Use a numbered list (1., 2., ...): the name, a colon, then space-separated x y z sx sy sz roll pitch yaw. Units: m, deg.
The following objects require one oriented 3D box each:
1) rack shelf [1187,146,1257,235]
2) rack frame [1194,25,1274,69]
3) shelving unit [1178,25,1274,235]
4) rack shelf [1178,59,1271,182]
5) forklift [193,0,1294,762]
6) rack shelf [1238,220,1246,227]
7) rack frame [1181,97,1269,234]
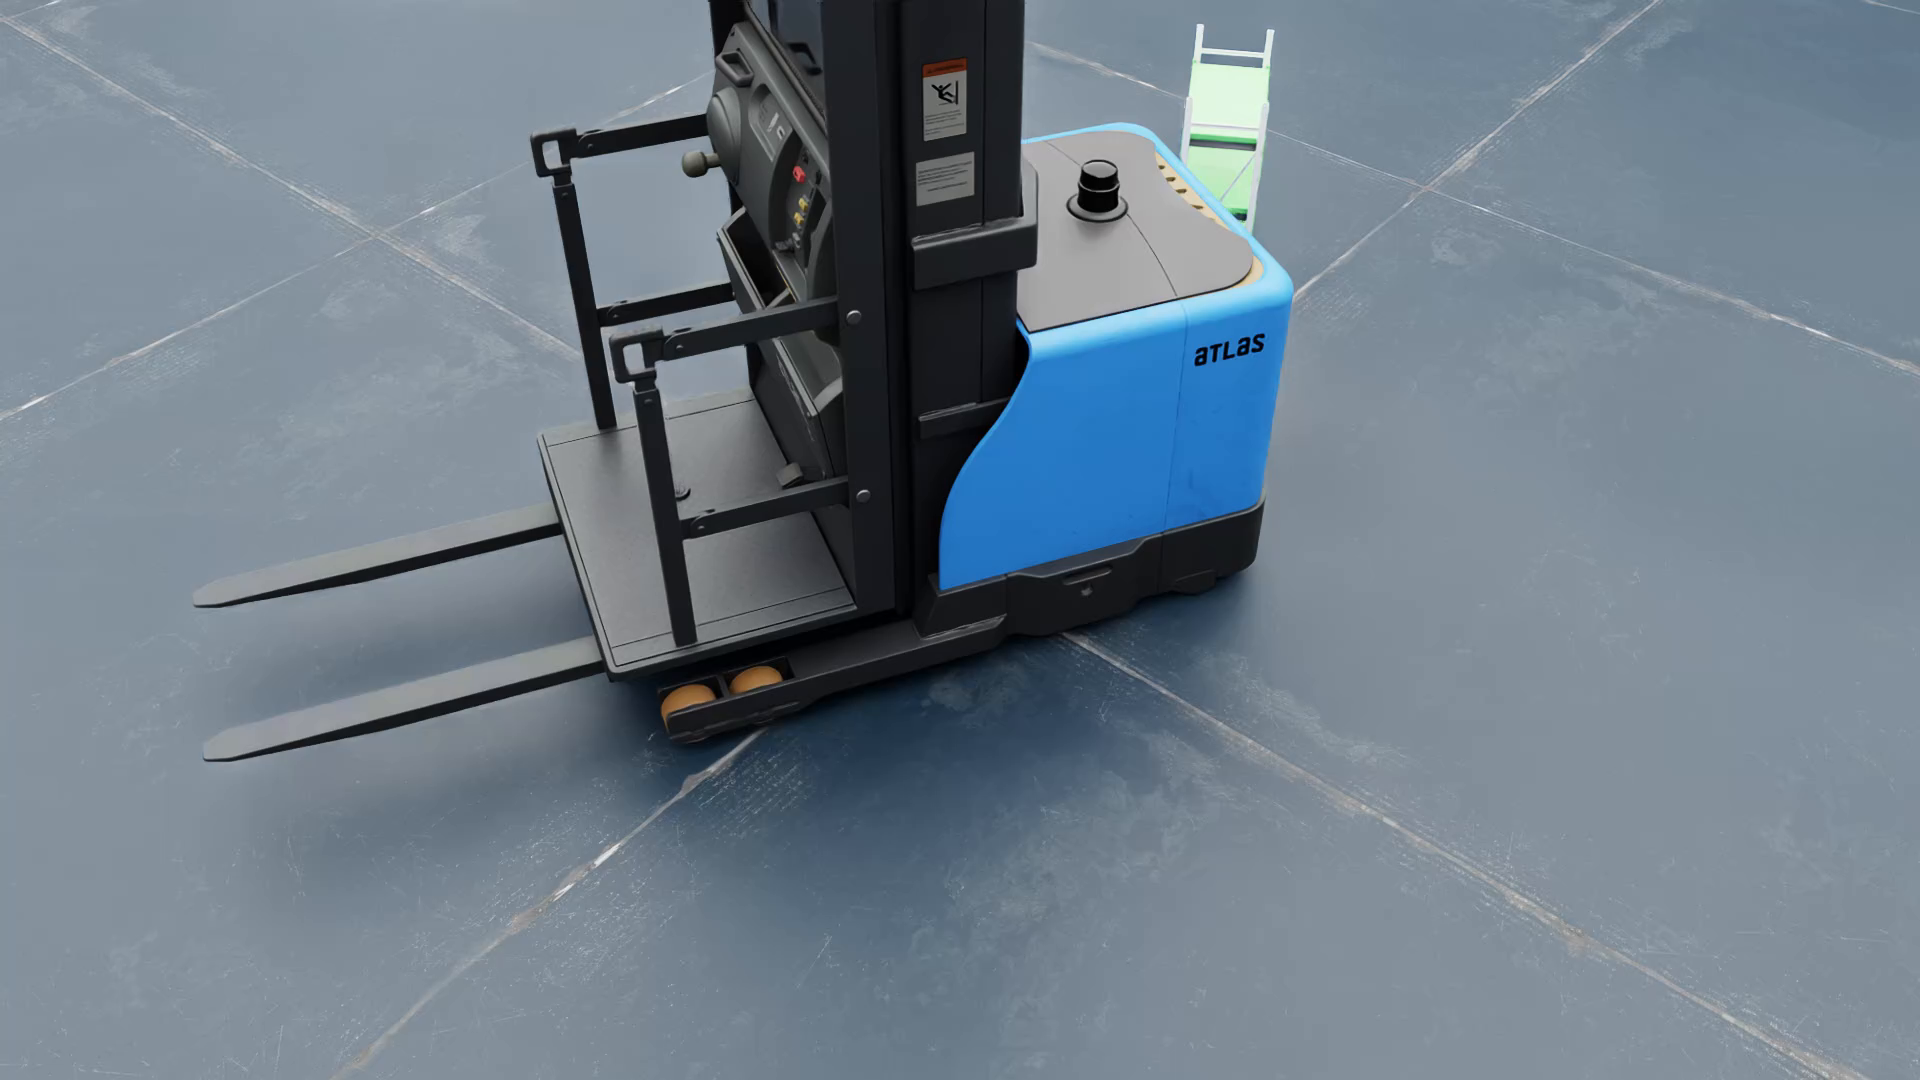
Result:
1. rack shelf: 0.827 -1.137 5.347 0.258 0.148 0.480 6 43 7
2. rack frame: 0.868 -1.168 5.643 0.240 1.200 0.015 6 43 7
3. shelving unit: 0.827 -1.006 5.465 0.258 1.200 0.503 6 43 7
4. rack shelf: 0.827 -1.314 5.185 0.258 0.148 0.480 6 43 7
5. forklift: -0.660 -0.924 4.088 3.031 2.935 1.130 -14 44 -15
6. rack shelf: 0.827 -0.959 5.508 0.258 0.148 0.480 6 43 7
7. rack frame: 0.786 -0.845 5.287 0.240 1.200 0.015 6 43 7
